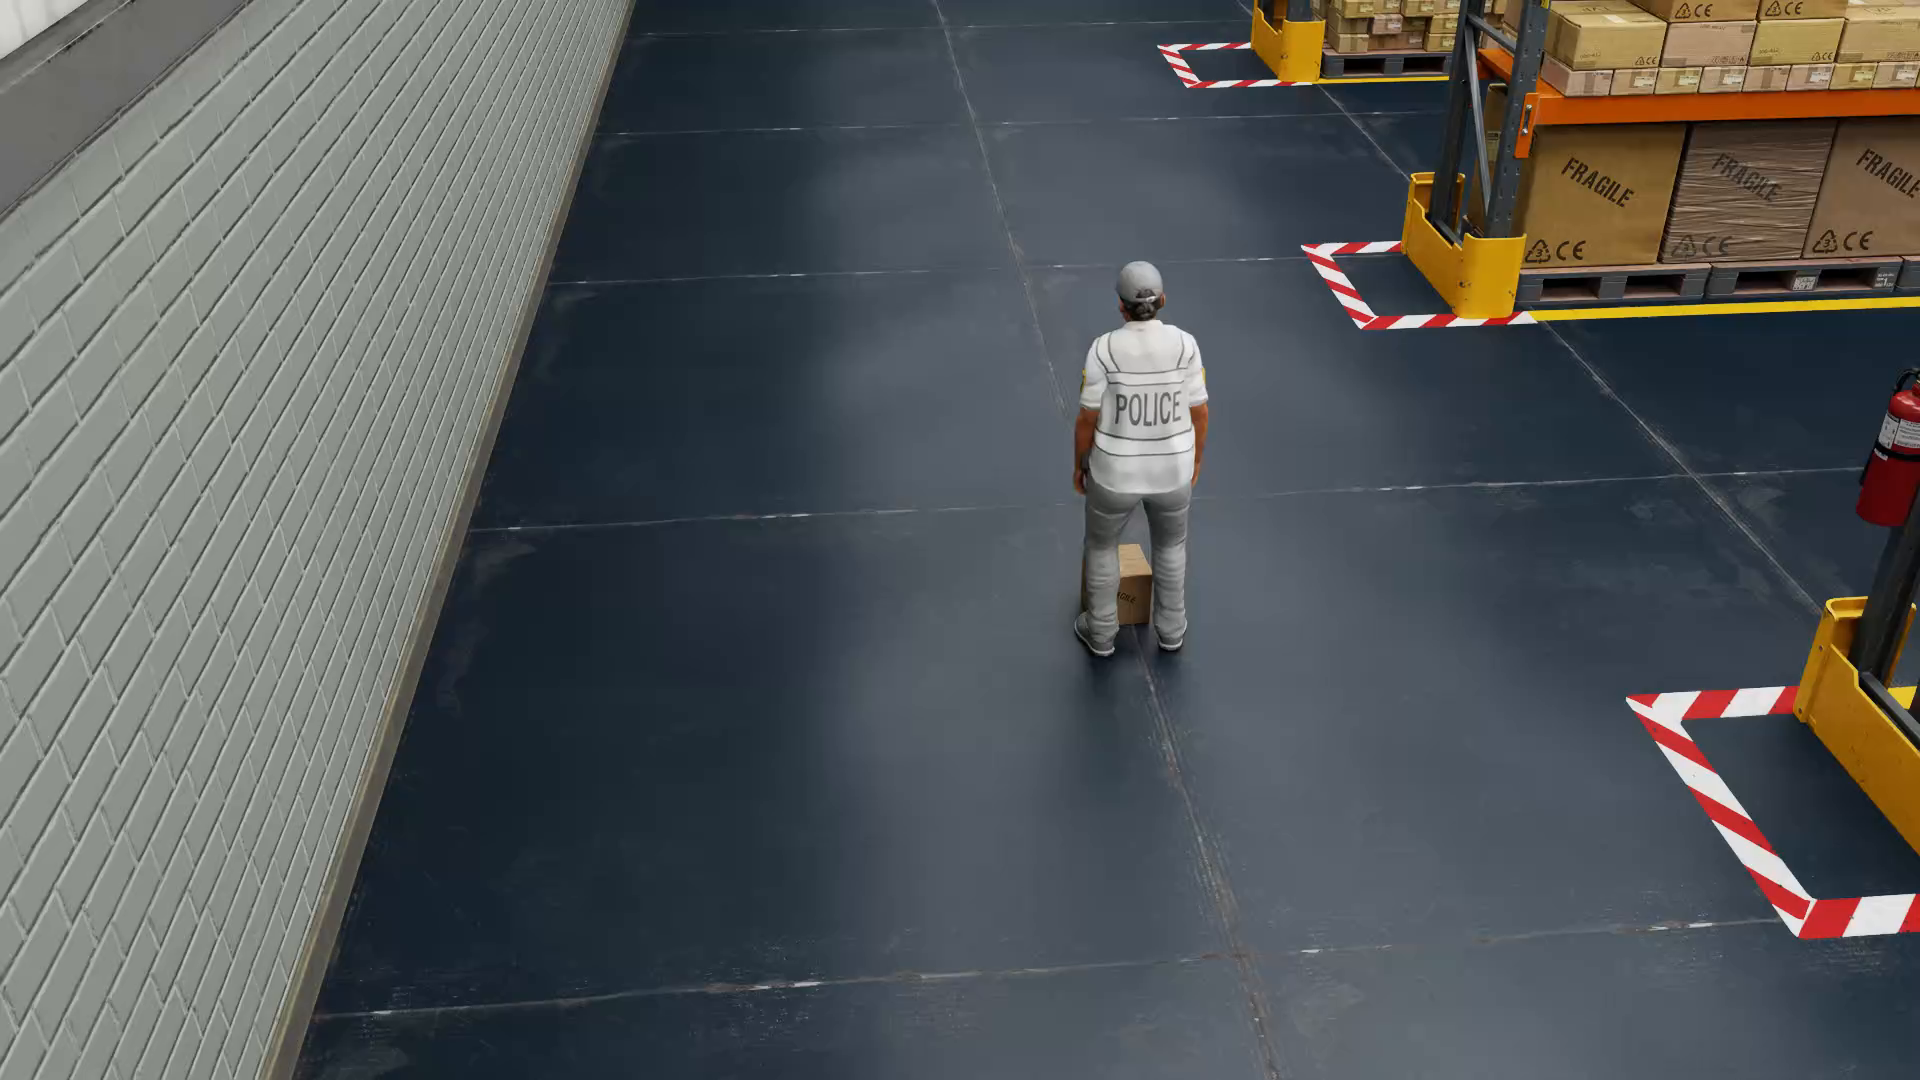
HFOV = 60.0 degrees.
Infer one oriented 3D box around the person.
[{"bbox_3d":[0.710,-0.296,6.614,0.537,1.665,0.469,-3,31,-4],"label":"person"}]
